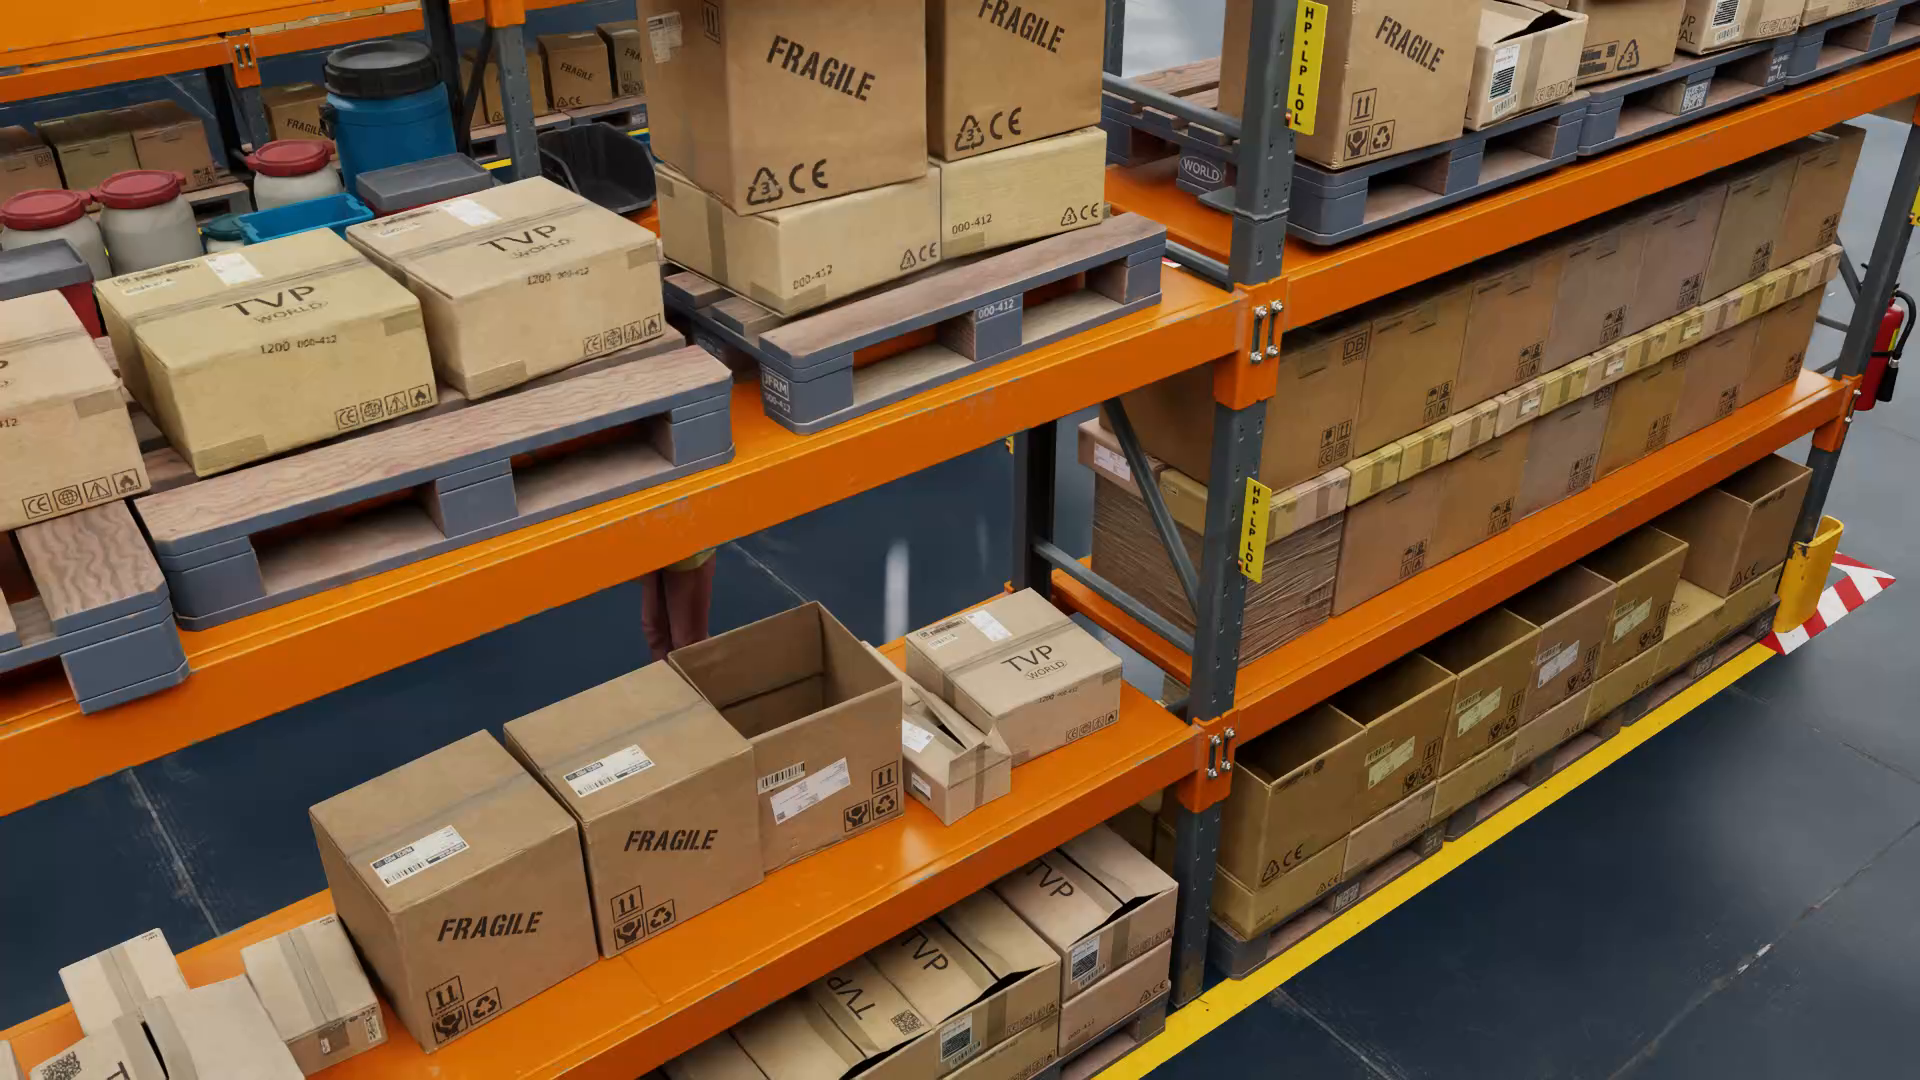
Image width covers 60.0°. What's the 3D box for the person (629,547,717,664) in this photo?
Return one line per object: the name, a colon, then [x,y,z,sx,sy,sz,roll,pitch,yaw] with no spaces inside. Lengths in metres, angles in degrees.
person: [-1.238,0.090,7.006,0.553,1.662,0.427,-22,39,-31]
